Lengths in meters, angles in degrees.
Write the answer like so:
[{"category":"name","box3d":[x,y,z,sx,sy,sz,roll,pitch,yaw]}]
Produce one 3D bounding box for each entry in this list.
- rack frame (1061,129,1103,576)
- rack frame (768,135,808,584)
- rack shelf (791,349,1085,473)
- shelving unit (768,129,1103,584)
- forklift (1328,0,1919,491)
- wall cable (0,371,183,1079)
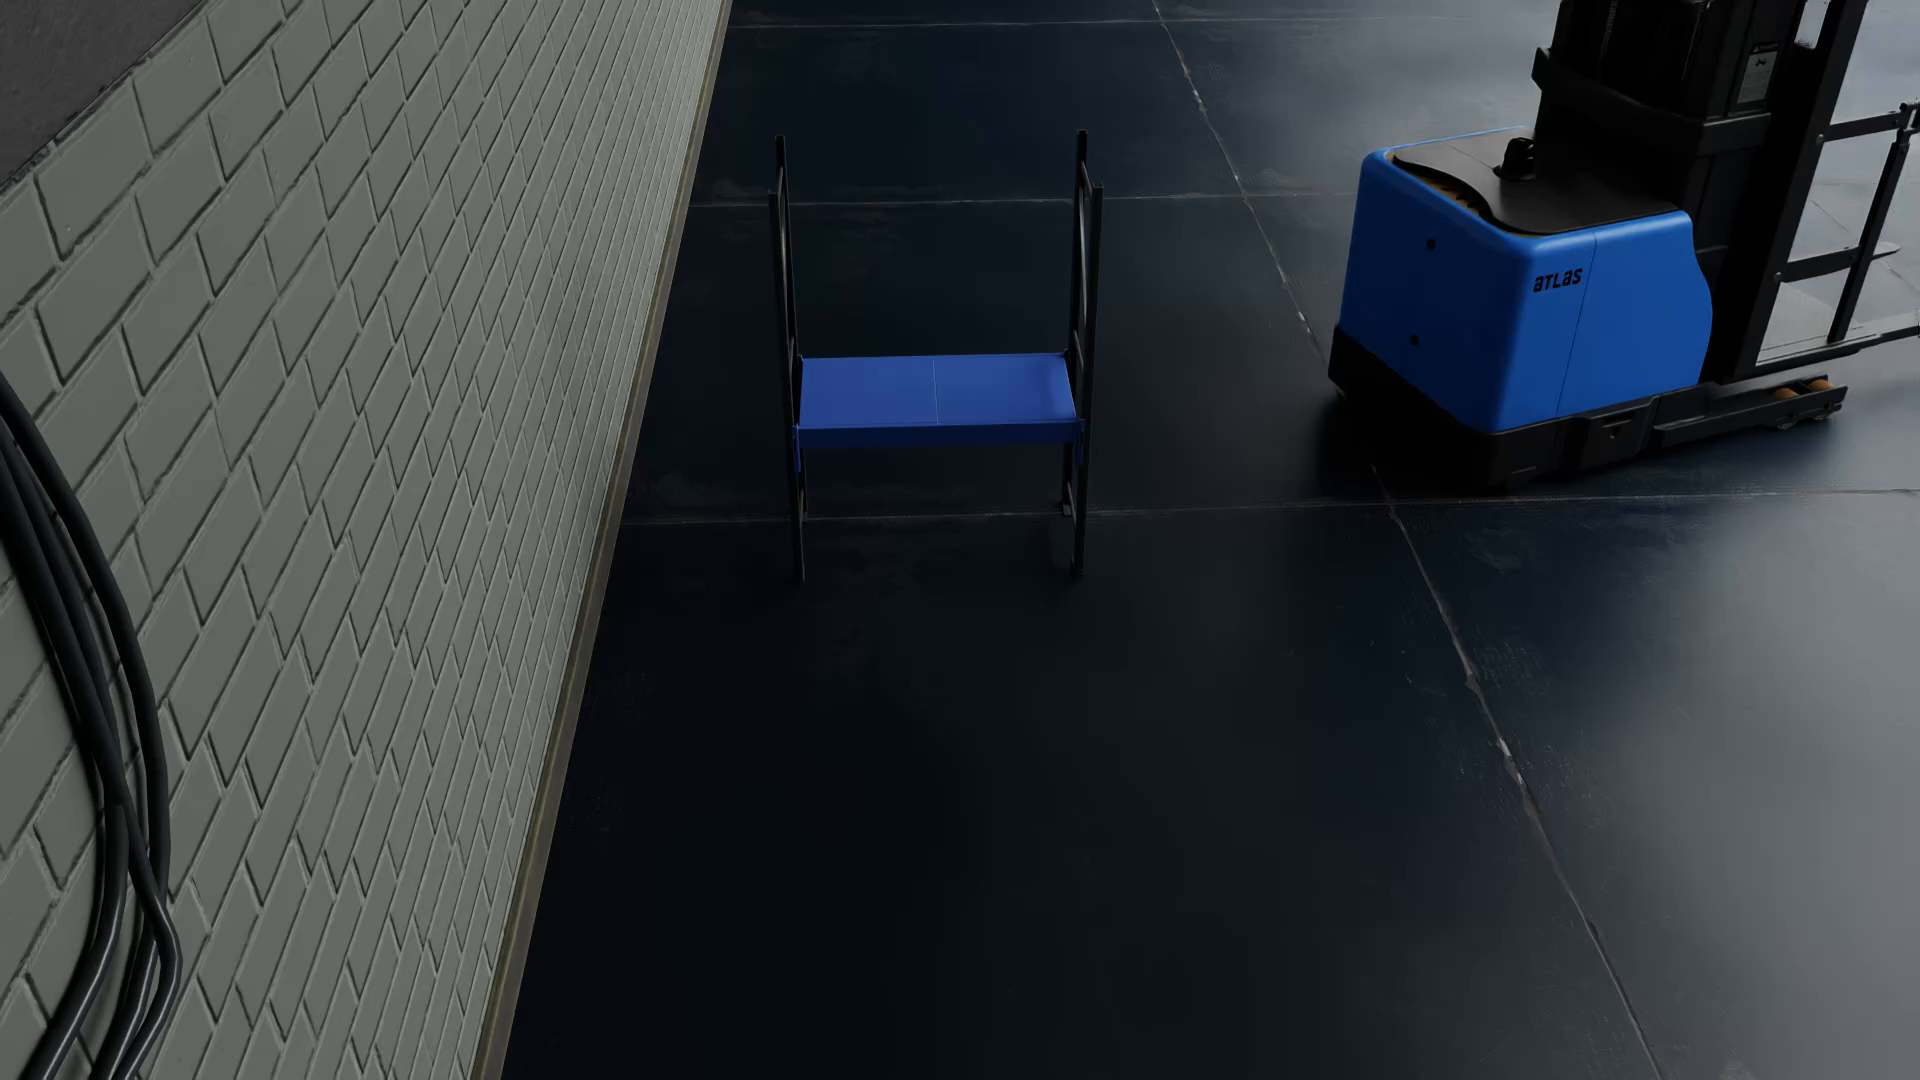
[{"category":"rack frame","box3d":[0.423,-0.628,5.840,0.032,1.500,0.500,-2,35,-2]},{"category":"rack frame","box3d":[-0.593,-0.601,5.800,0.032,1.500,0.500,-2,35,-2]},{"category":"rack shelf","box3d":[-0.085,-0.467,5.922,1.000,0.185,0.538,-2,35,-2]},{"category":"shelving unit","box3d":[-0.085,-0.614,5.820,1.048,1.500,0.538,-2,35,-2]},{"category":"forklift","box3d":[3.149,-1.931,6.464,3.031,2.935,1.130,-13,37,-18]},{"category":"wall cable","box3d":[-1.035,0.353,0.561,0.112,2.526,3.097,-2,35,-2]}]
